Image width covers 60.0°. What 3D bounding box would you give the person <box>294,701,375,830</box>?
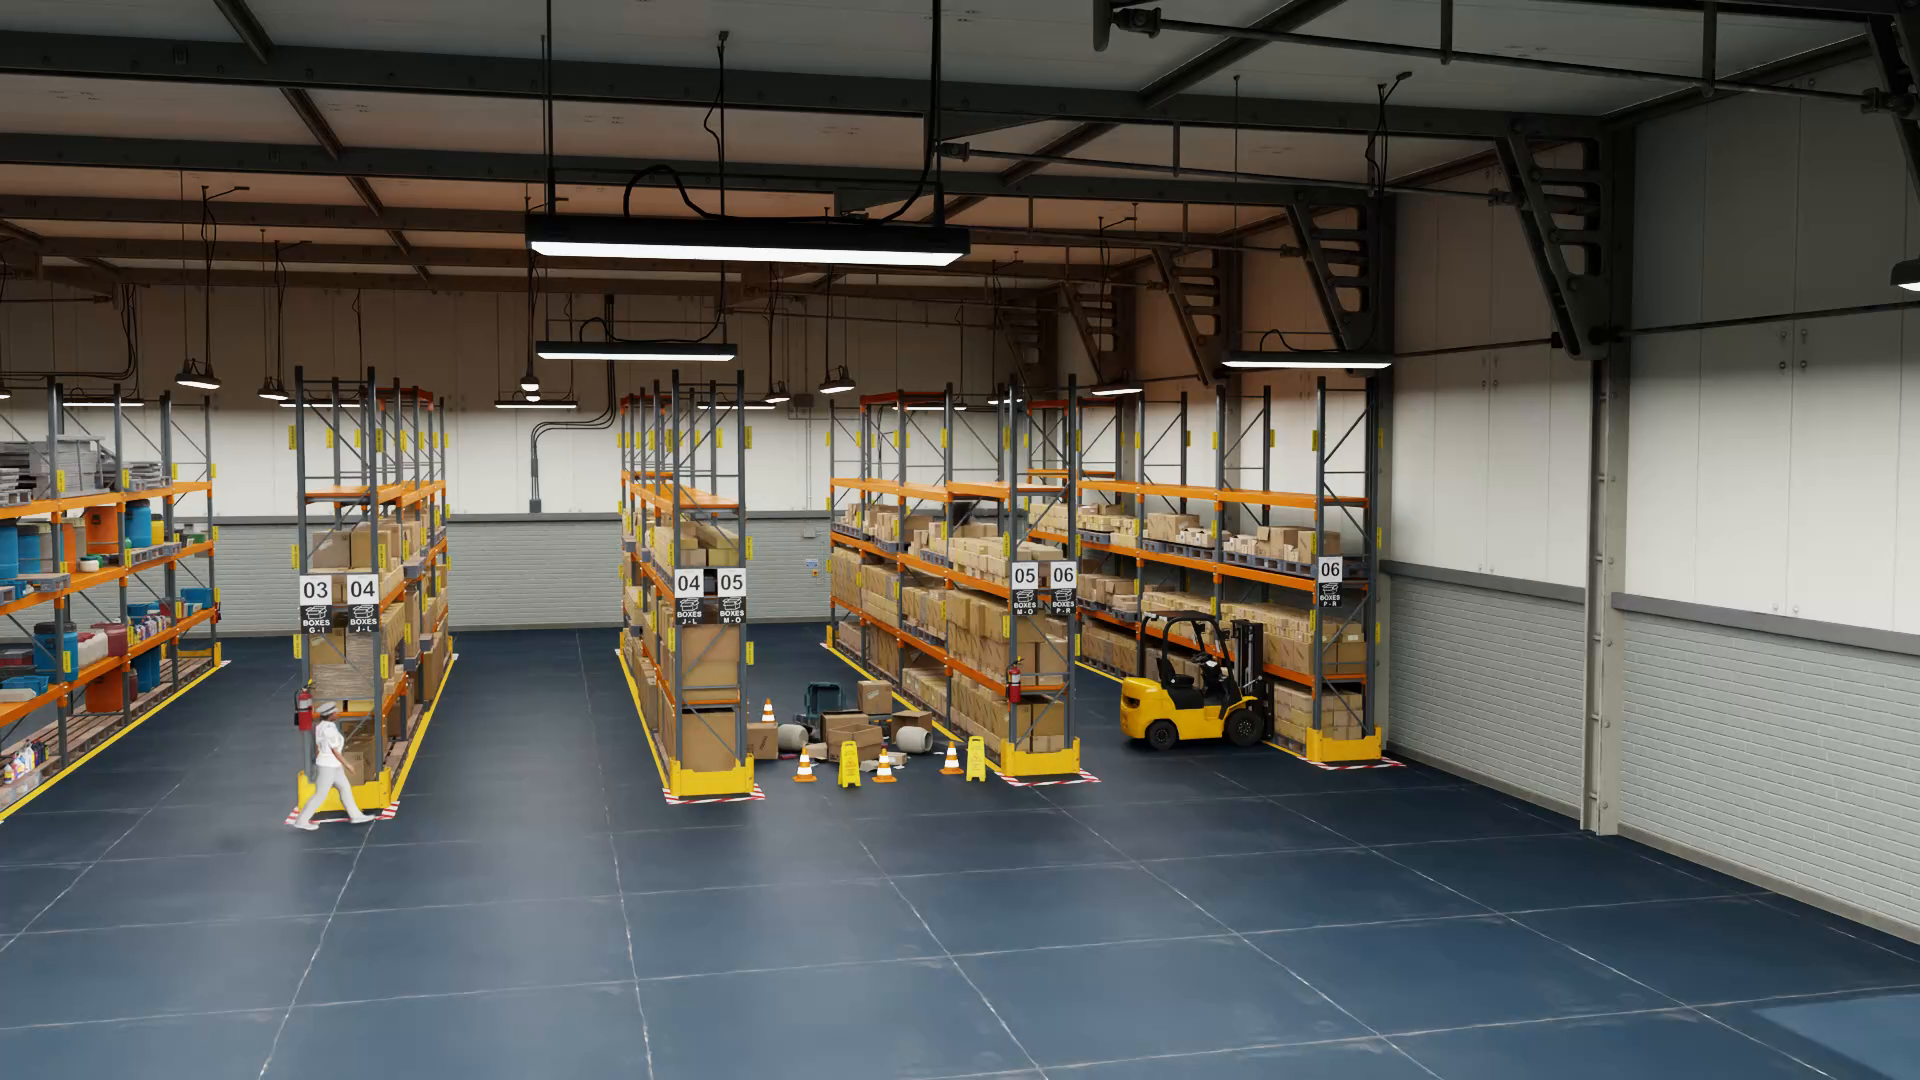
[{"bbox_3d":[-8.062,2.883,21.408,0.998,1.629,0.474,-2,4,-25],"label":"person"}]
